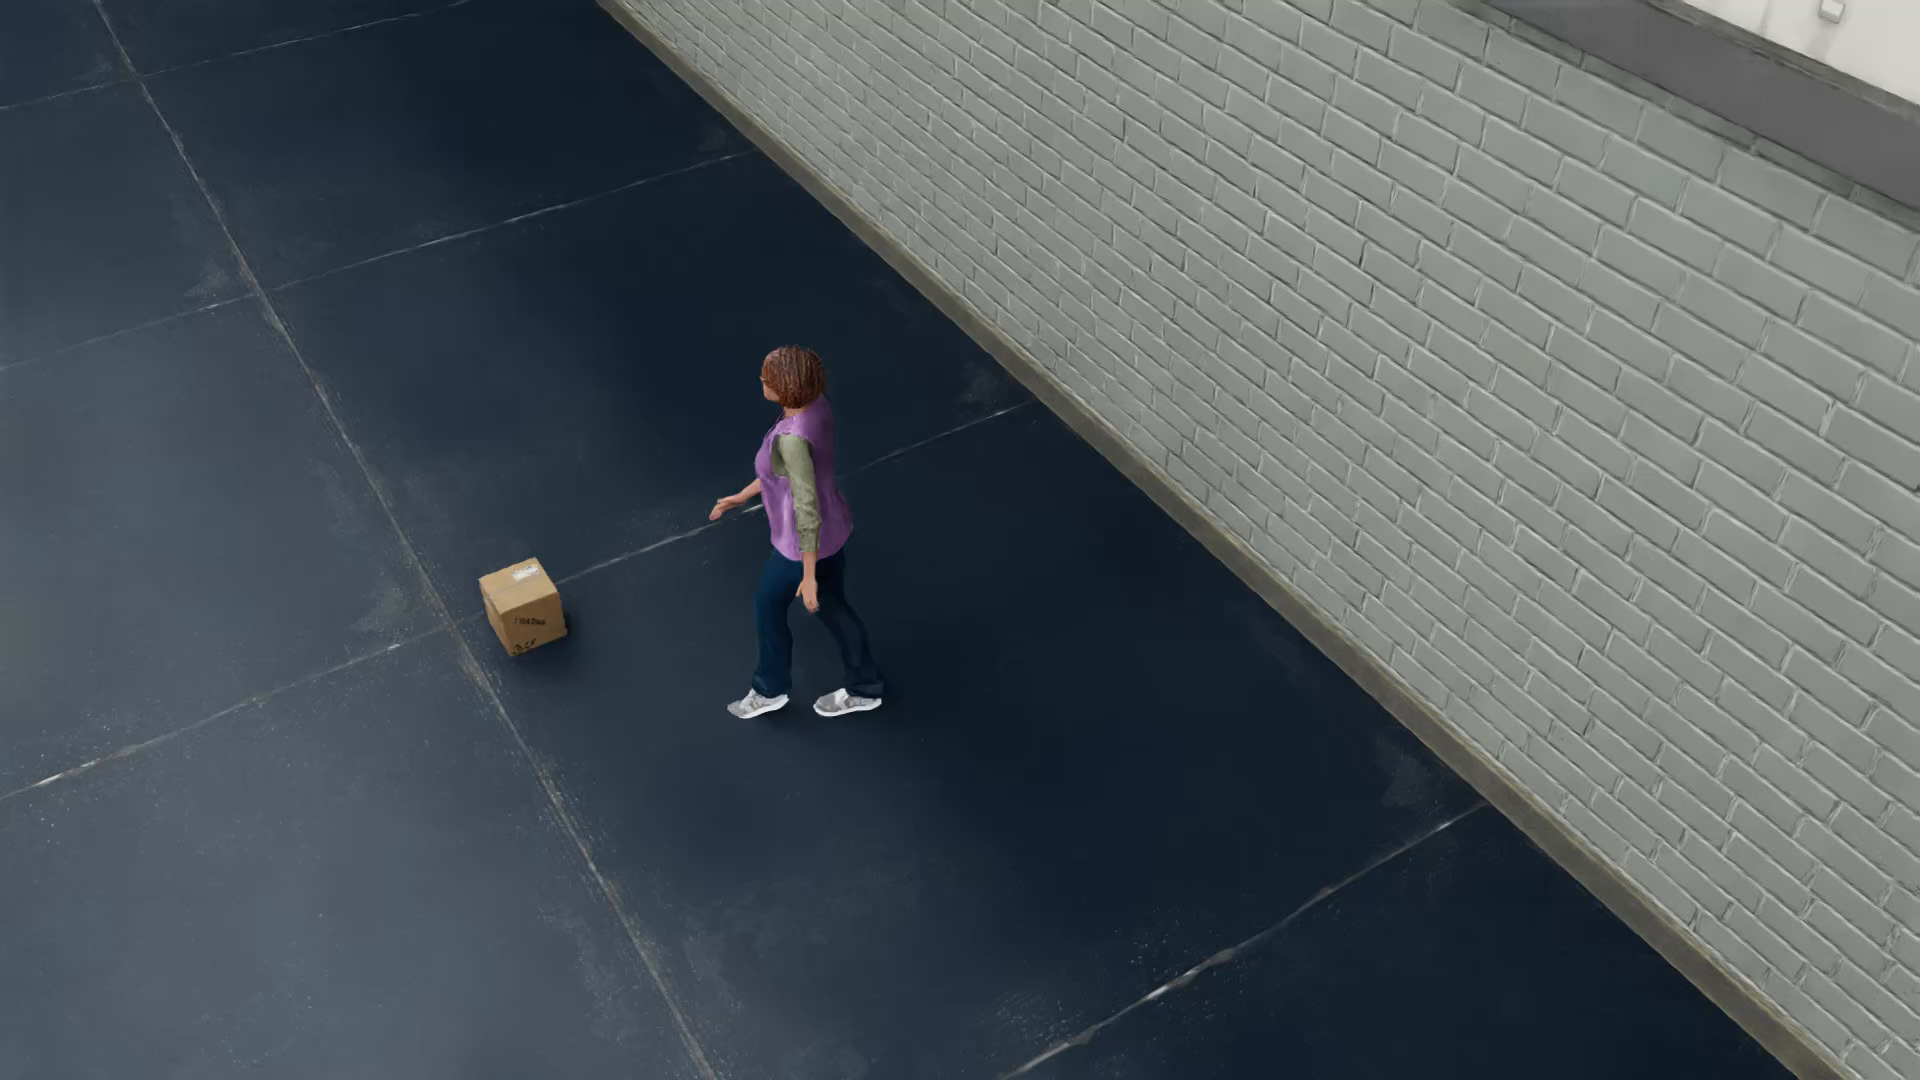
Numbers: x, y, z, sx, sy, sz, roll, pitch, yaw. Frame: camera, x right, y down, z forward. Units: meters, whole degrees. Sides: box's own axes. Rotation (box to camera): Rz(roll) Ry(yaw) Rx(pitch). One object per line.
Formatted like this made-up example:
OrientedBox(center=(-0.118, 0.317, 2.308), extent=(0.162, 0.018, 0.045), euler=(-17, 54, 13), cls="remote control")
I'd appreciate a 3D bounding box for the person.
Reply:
OrientedBox(center=(-0.600, 0.031, 6.179), extent=(0.655, 1.610, 0.560), euler=(12, 43, 14), cls="person")
